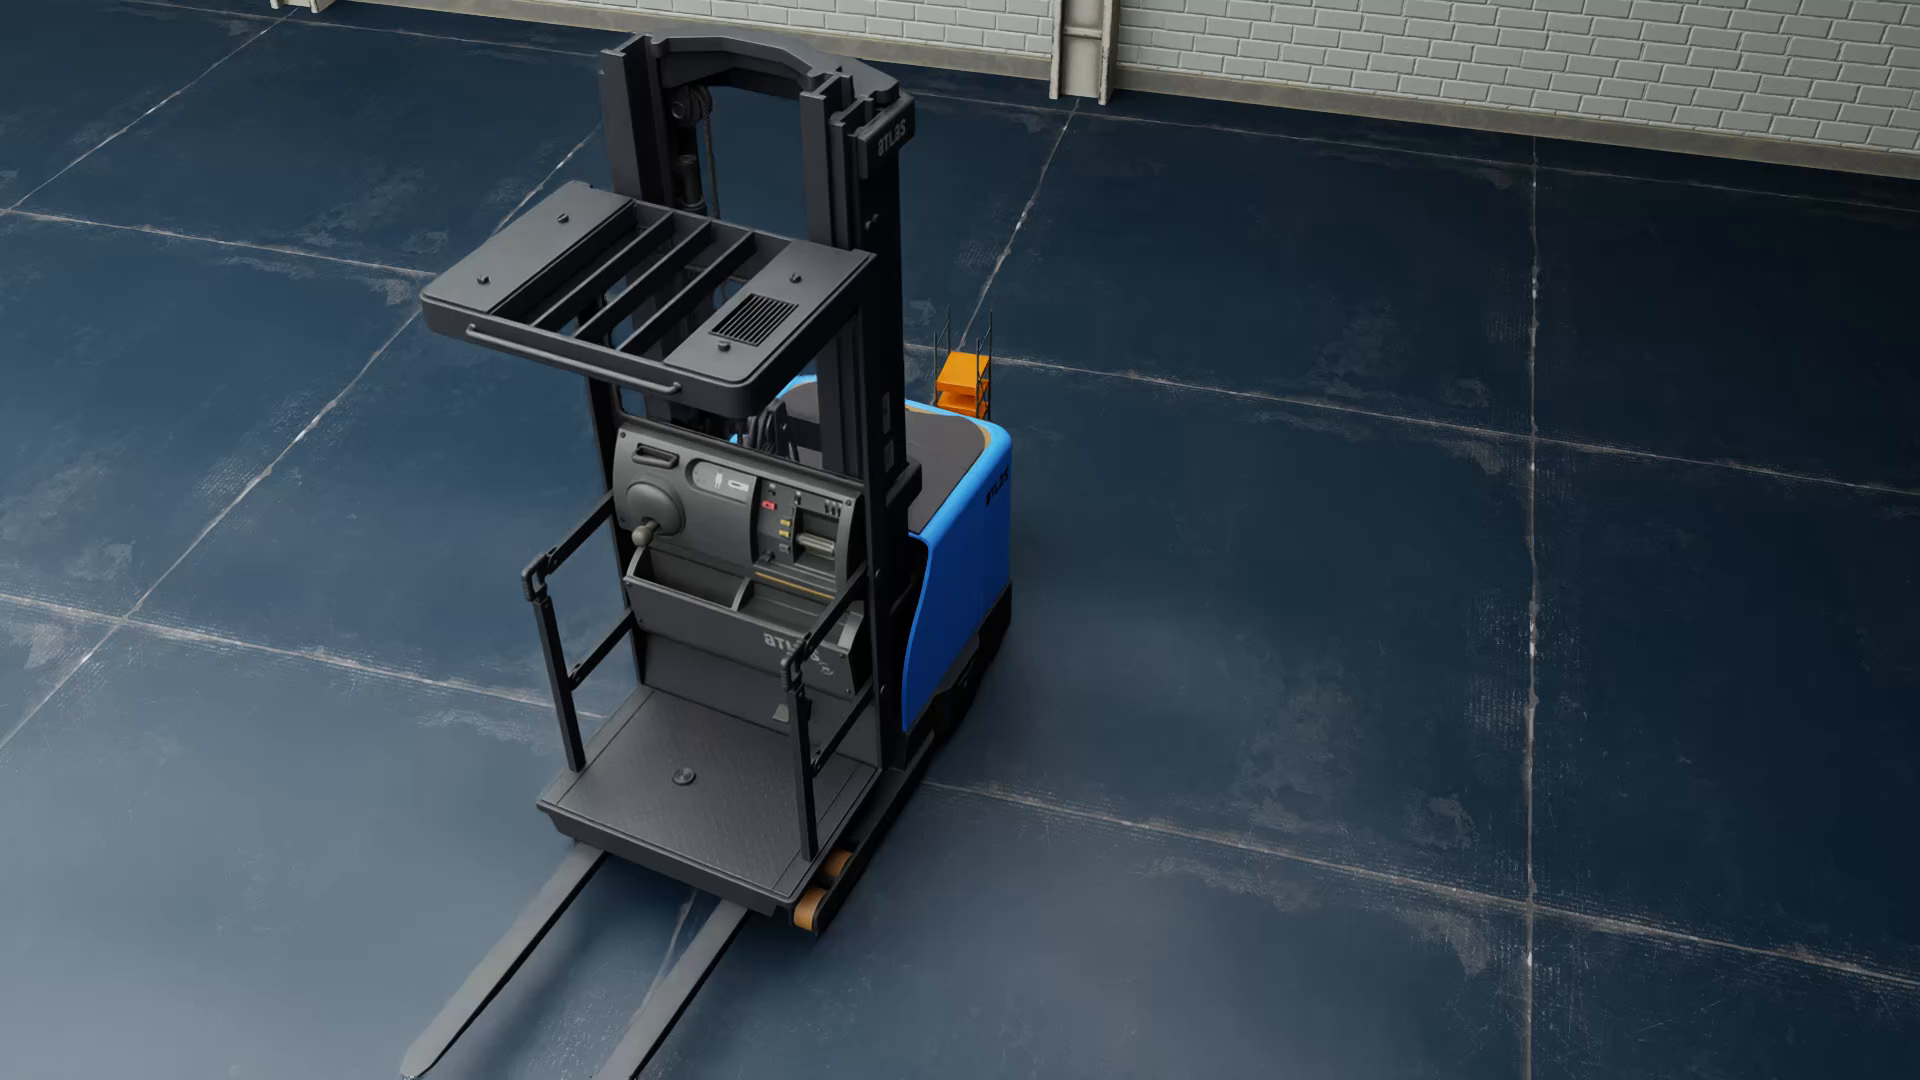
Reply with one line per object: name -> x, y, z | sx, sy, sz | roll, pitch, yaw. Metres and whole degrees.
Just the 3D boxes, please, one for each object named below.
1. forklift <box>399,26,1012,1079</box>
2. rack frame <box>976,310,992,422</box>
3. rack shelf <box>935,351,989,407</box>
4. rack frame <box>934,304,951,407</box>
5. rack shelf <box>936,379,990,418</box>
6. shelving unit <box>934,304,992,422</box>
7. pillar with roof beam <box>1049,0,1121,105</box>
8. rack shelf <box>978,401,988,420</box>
forklift -> -0.863, -0.024, 5.499 | 1.130, 2.935, 3.031 | 17, 43, 19
rack frame -> 0.102, -0.442, 7.343 | 0.006, 1.200, 0.240 | 10, 41, 11
rack shelf -> 0.014, -0.699, 7.158 | 0.180, 0.103, 0.258 | 10, 41, 11
rack frame -> -0.074, -0.472, 7.379 | 0.006, 1.200, 0.240 | 10, 41, 11
rack shelf -> 0.014, -0.607, 7.236 | 0.180, 0.103, 0.258 | 10, 41, 11
shelving unit -> 0.014, -0.457, 7.361 | 0.189, 1.200, 0.258 | 10, 41, 11
pillar with roof beam -> -0.273, -3.845, 5.331 | 0.400, 9.000, 9.100 | 10, 41, 11
rack shelf -> 0.014, -0.515, 7.313 | 0.180, 0.103, 0.258 | 10, 41, 11
